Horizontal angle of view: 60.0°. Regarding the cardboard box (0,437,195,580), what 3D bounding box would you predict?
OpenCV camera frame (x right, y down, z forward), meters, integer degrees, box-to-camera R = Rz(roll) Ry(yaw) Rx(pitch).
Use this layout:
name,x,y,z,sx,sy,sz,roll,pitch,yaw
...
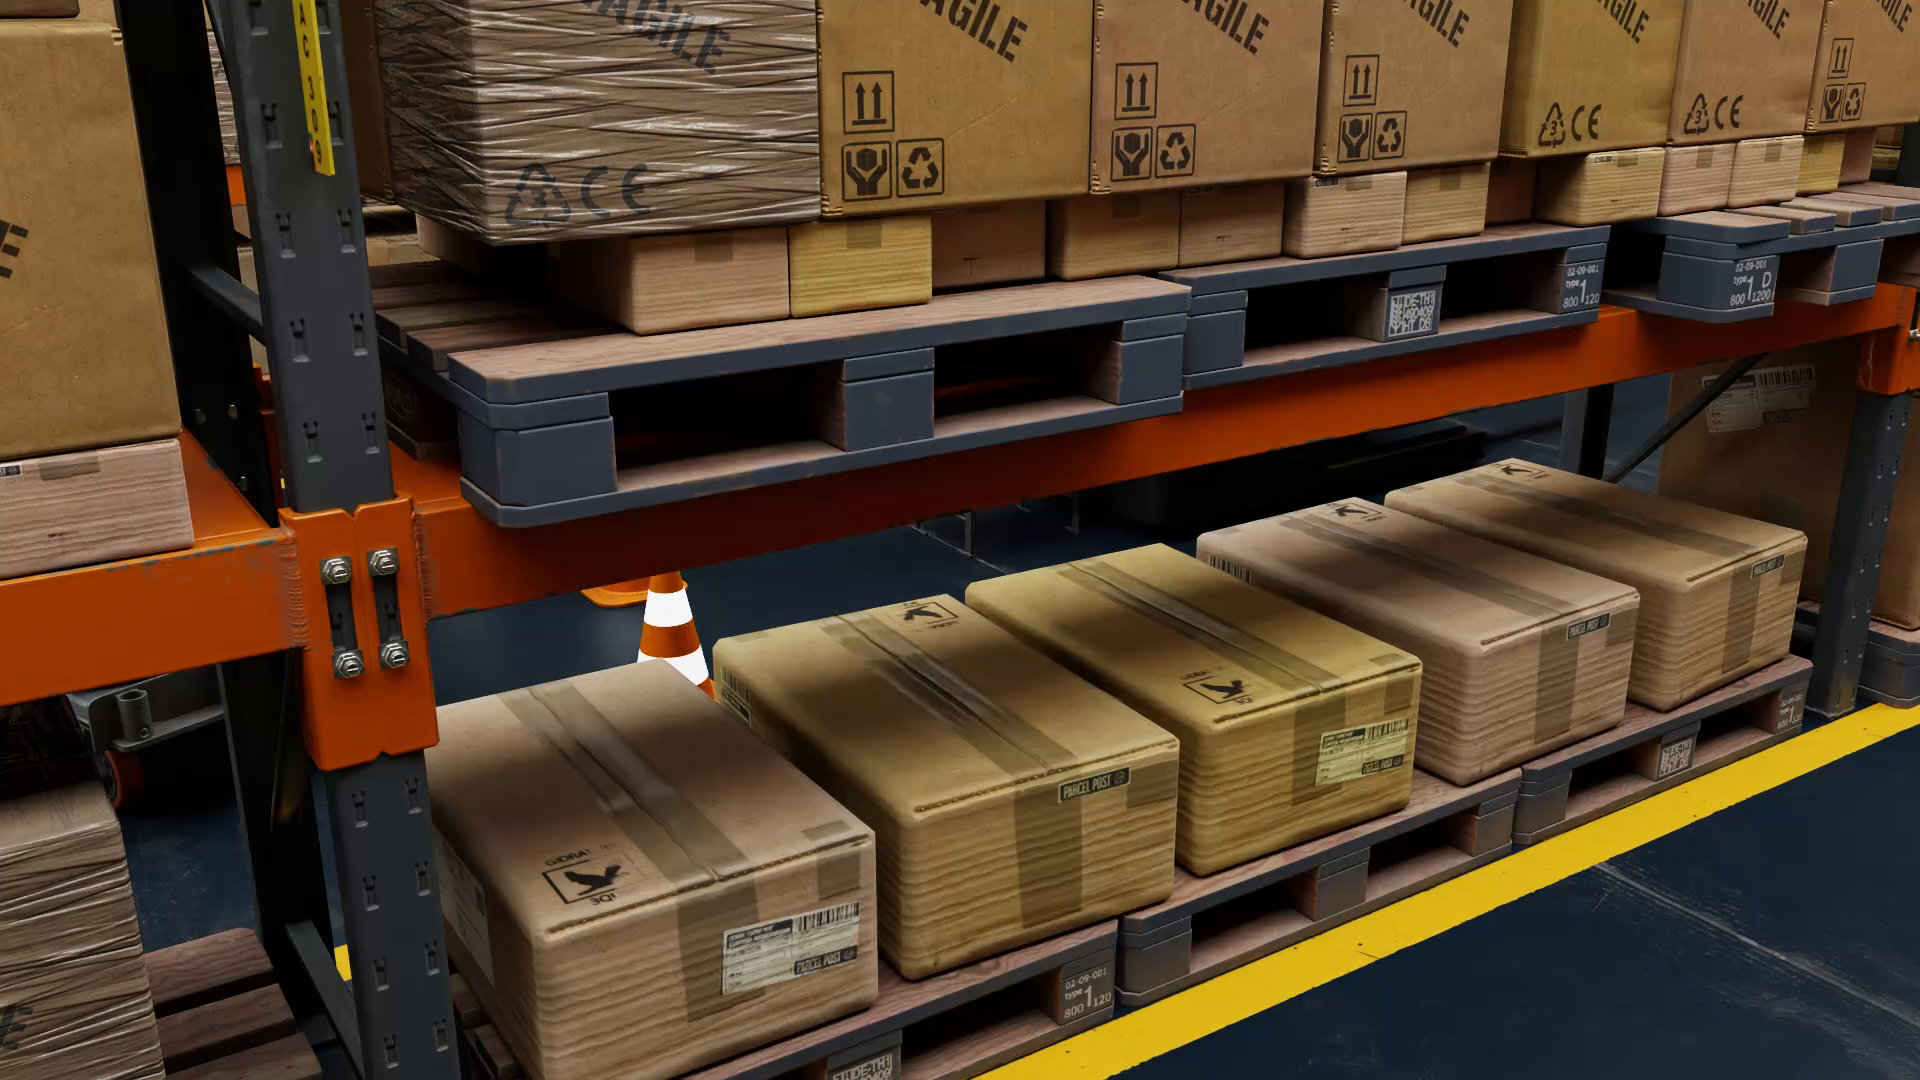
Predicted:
name,x,y,z,sx,sy,sz,roll,pitch,yaw
cardboard box,-1.198,-0.087,2.212,0.250,0.149,0.380,-12,22,-32

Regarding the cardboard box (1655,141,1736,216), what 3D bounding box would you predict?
name,x,y,z,sx,sy,sz,roll,pitch,yaw
cardboard box,1.515,-0.843,3.792,0.250,0.149,0.380,-13,23,-34

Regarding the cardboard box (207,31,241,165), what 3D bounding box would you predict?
name,x,y,z,sx,sy,sz,roll,pitch,yaw
cardboard box,-2.895,-1.808,6.752,0.500,0.500,0.500,-12,22,-31

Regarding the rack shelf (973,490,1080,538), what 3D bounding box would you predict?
name,x,y,z,sx,sy,sz,roll,pitch,yaw
rack shelf,0.138,-0.348,6.223,0.480,0.518,0.431,-12,22,-31

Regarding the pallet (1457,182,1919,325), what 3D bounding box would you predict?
name,x,y,z,sx,sy,sz,roll,pitch,yaw
pallet,1.707,-0.804,4.239,1.003,0.211,1.213,-12,22,-31

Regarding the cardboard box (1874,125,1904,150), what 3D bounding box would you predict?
name,x,y,z,sx,sy,sz,roll,pitch,yaw
cardboard box,2.803,-1.238,4.677,0.500,0.250,0.500,-12,22,-32

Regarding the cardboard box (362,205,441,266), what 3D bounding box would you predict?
name,x,y,z,sx,sy,sz,roll,pitch,yaw
cardboard box,-2.627,-1.086,7.631,0.750,0.750,1.050,-12,22,-31

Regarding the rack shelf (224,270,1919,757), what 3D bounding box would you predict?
name,x,y,z,sx,sy,sz,roll,pitch,yaw
rack shelf,0.573,-0.356,3.737,4.000,0.370,1.077,-12,22,-31

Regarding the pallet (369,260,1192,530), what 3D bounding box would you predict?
name,x,y,z,sx,sy,sz,roll,pitch,yaw
pallet,-0.379,-0.349,2.894,1.213,0.211,1.003,-12,22,-31

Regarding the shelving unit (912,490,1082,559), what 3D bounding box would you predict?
name,x,y,z,sx,sy,sz,roll,pitch,yaw
shelving unit,0.138,-1.024,5.995,0.503,2.100,0.431,-12,22,-31

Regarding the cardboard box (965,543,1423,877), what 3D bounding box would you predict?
name,x,y,z,sx,sy,sz,roll,pitch,yaw
cardboard box,0.518,0.358,3.950,0.625,0.372,0.950,-11,22,-30

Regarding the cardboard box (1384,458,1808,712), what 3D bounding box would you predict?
name,x,y,z,sx,sy,sz,roll,pitch,yaw
cardboard box,1.766,0.094,4.731,0.625,0.372,0.950,-14,23,-35

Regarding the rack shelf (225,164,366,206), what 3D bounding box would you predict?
name,x,y,z,sx,sy,sz,roll,pitch,yaw
rack shelf,-2.233,-1.662,7.601,4.000,0.370,1.077,-12,22,-31

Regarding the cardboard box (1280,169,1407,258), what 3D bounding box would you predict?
name,x,y,z,sx,sy,sz,roll,pitch,yaw
cardboard box,0.642,-0.659,3.248,0.250,0.149,0.380,-11,22,-29

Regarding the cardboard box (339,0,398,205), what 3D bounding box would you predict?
name,x,y,z,sx,sy,sz,roll,pitch,yaw
cardboard box,-0.837,-0.874,2.871,0.500,0.500,0.500,-12,22,-32

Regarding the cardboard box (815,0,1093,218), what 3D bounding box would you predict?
name,x,y,z,sx,sy,sz,roll,pitch,yaw
cardboard box,-0.130,-0.826,2.728,0.500,0.500,0.500,-12,22,-31

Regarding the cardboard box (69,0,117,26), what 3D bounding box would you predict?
name,x,y,z,sx,sy,sz,roll,pitch,yaw
cardboard box,-3.492,-2.261,6.531,0.500,0.500,0.700,-12,22,-32

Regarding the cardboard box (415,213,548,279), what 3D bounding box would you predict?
name,x,y,z,sx,sy,sz,roll,pitch,yaw
cardboard box,-0.819,-0.589,3.039,0.250,0.149,0.380,-12,22,-31

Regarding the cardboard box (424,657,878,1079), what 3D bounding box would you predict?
name,x,y,z,sx,sy,sz,roll,pitch,yaw
cardboard box,-0.660,0.608,3.209,0.625,0.372,0.950,-12,22,-31

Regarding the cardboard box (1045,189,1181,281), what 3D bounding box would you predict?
name,x,y,z,sx,sy,sz,roll,pitch,yaw
cardboard box,0.184,-0.583,3.023,0.250,0.149,0.380,-12,22,-31

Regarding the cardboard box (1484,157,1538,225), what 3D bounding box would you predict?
name,x,y,z,sx,sy,sz,roll,pitch,yaw
cardboard box,1.014,-0.780,3.606,0.250,0.149,0.380,-12,22,-31

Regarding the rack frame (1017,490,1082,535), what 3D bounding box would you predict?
name,x,y,z,sx,sy,sz,roll,pitch,yaw
rack frame,0.342,-1.067,6.122,0.015,2.100,0.400,-12,22,-31

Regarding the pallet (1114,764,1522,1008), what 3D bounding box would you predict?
name,x,y,z,sx,sy,sz,roll,pitch,yaw
pallet,0.572,0.623,4.073,1.213,0.211,1.003,-12,22,-31

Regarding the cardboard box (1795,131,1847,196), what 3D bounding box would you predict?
name,x,y,z,sx,sy,sz,roll,pitch,yaw
cardboard box,1.915,-0.942,4.083,0.250,0.149,0.380,-12,22,-31

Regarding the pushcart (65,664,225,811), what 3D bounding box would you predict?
name,x,y,z,sx,sy,sz,roll,pitch,yaw
pushcart,-2.393,0.297,4.778,1.648,0.377,0.936,13,23,34

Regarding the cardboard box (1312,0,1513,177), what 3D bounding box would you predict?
name,x,y,z,sx,sy,sz,roll,pitch,yaw
cardboard box,0.714,-1.003,3.251,0.500,0.500,0.500,-13,23,-34

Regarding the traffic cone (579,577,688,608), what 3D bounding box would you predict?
name,x,y,z,sx,sy,sz,roll,pitch,yaw
traffic cone,-1.139,-0.054,5.682,0.334,0.463,0.336,-12,22,-31

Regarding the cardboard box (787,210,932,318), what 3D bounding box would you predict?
name,x,y,z,sx,sy,sz,roll,pitch,yaw
cardboard box,-0.248,-0.479,2.714,0.250,0.149,0.380,-11,22,-30

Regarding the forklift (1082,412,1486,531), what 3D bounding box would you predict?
name,x,y,z,sx,sy,sz,roll,pitch,yaw
forklift,1.645,-1.781,6.936,3.031,2.935,1.130,-13,23,-34

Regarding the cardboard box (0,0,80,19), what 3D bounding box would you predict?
name,x,y,z,sx,sy,sz,roll,pitch,yaw
cardboard box,-1.584,-0.987,2.299,0.500,0.500,0.700,-12,22,-32

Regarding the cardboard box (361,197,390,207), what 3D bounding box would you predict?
name,x,y,z,sx,sy,sz,roll,pitch,yaw
cardboard box,-4.211,-2.499,12.171,0.500,0.500,0.700,-14,23,-36

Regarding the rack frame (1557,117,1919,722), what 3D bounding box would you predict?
name,x,y,z,sx,sy,sz,roll,pitch,yaw
rack frame,2.244,-1.049,4.664,0.127,3.000,1.000,-12,22,-31

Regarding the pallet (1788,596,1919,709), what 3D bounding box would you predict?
name,x,y,z,sx,sy,sz,roll,pitch,yaw
pallet,2.944,0.153,5.462,1.213,0.211,1.003,-12,22,-31

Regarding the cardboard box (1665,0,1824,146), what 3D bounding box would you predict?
name,x,y,z,sx,sy,sz,roll,pitch,yaw
cardboard box,1.591,-1.188,3.798,0.500,0.500,0.500,-12,22,-32
